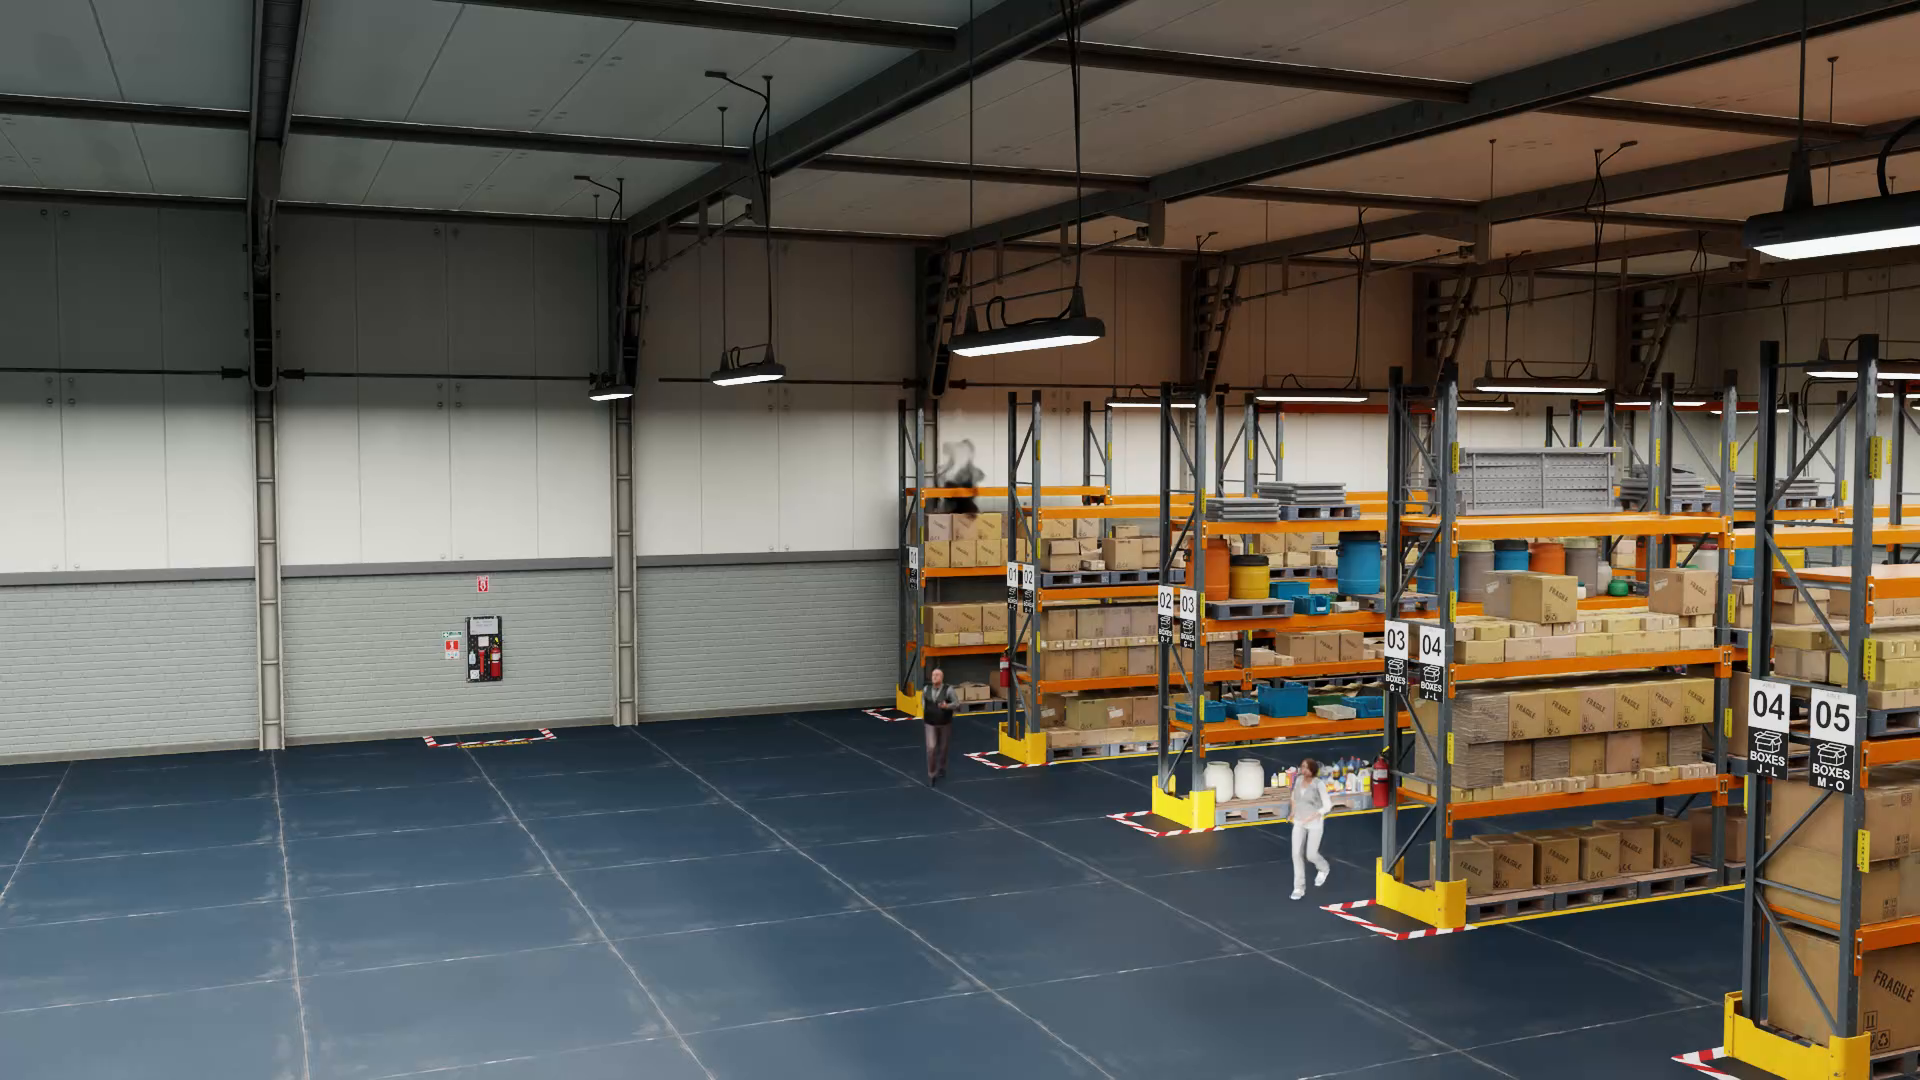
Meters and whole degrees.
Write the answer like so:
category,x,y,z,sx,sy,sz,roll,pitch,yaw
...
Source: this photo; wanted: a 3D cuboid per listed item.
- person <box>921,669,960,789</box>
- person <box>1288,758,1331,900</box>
category,x,y,z,sx,sy,sz,roll,pitch,yaw
person,-0.301,2.834,25.175,0.629,1.785,0.789,0,3,7
person,3.977,3.246,18.925,0.548,1.571,0.791,3,4,39
